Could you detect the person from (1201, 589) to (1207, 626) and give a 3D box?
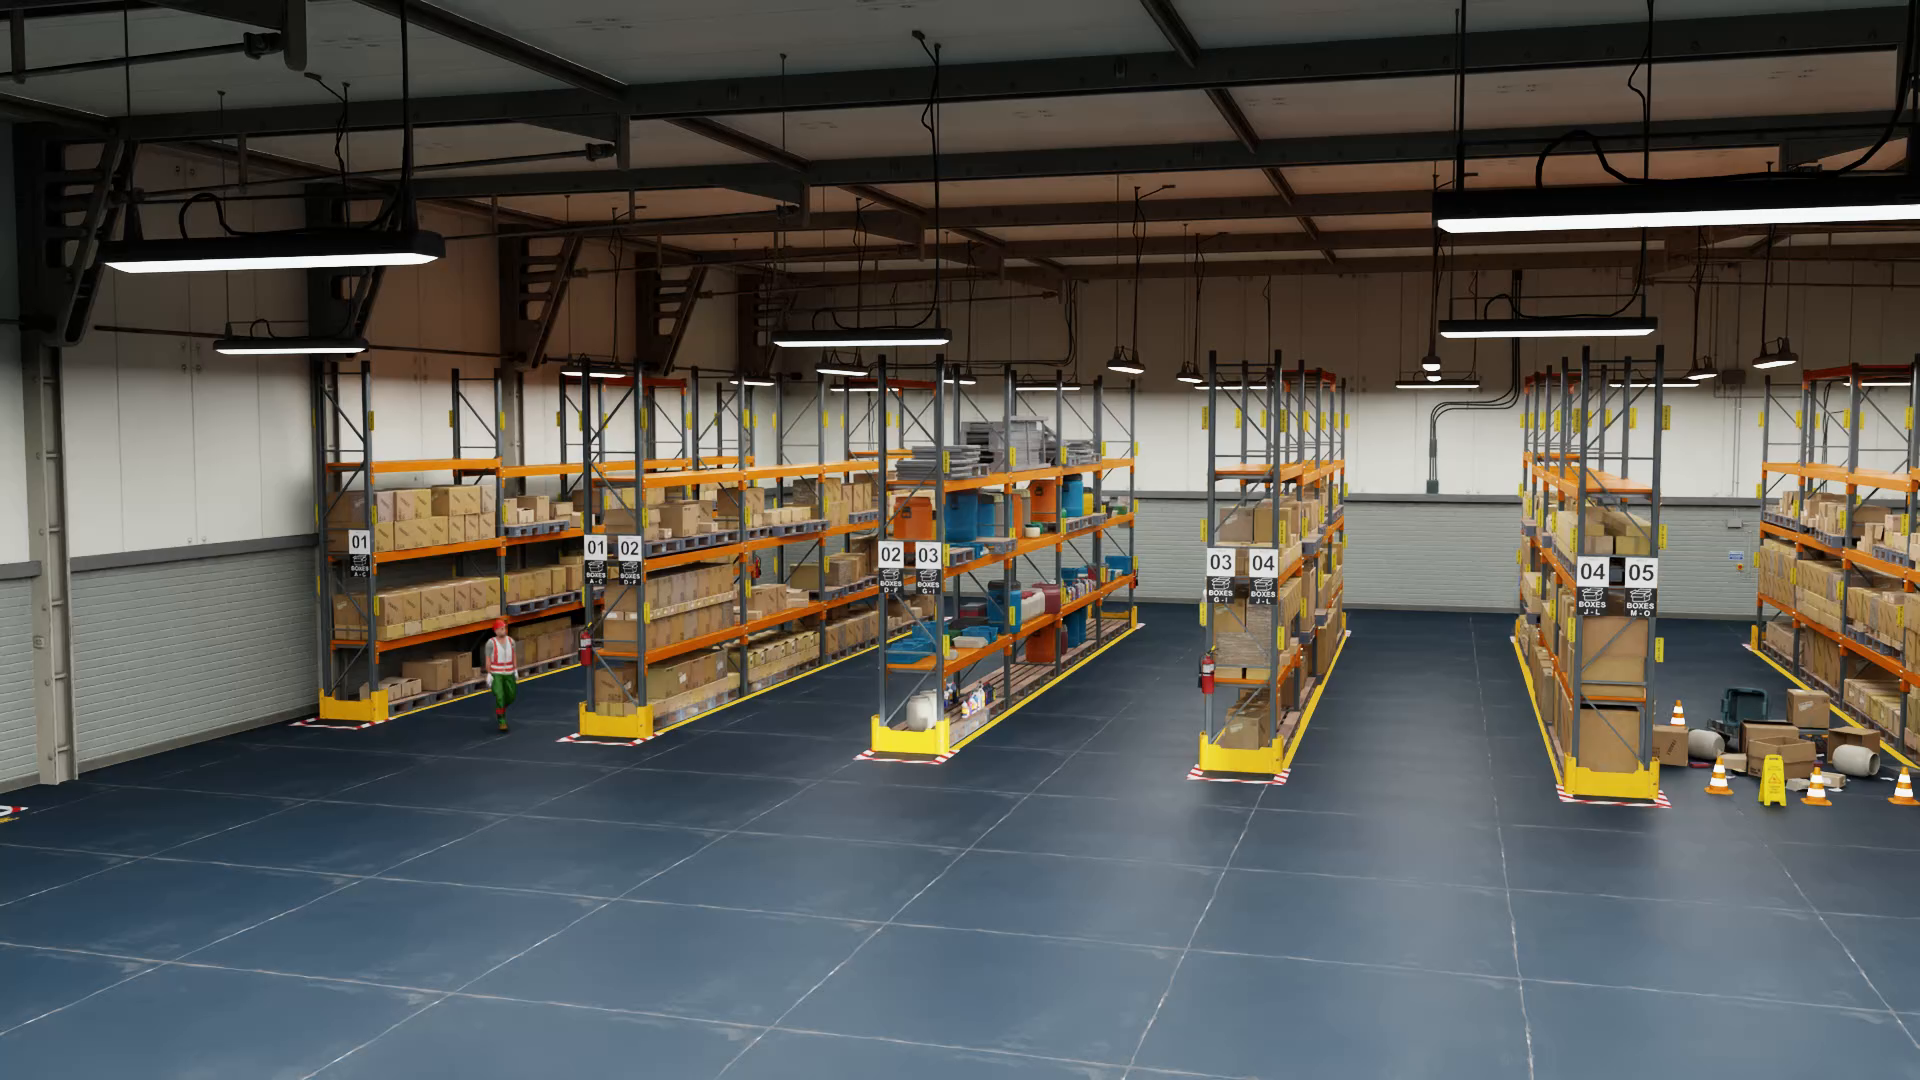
[{"bbox_3d":[5.350,1.623,34.890,0.595,1.785,0.514,2,4,22],"label":"person"}]

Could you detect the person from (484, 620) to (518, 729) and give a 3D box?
[{"bbox_3d":[-7.471,2.171,27.062,0.549,1.773,0.759,-2,5,-31],"label":"person"}]

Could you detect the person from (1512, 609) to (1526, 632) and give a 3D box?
[{"bbox_3d":[13.375,1.414,38.709,0.973,1.602,0.471,2,4,23],"label":"person"}]
